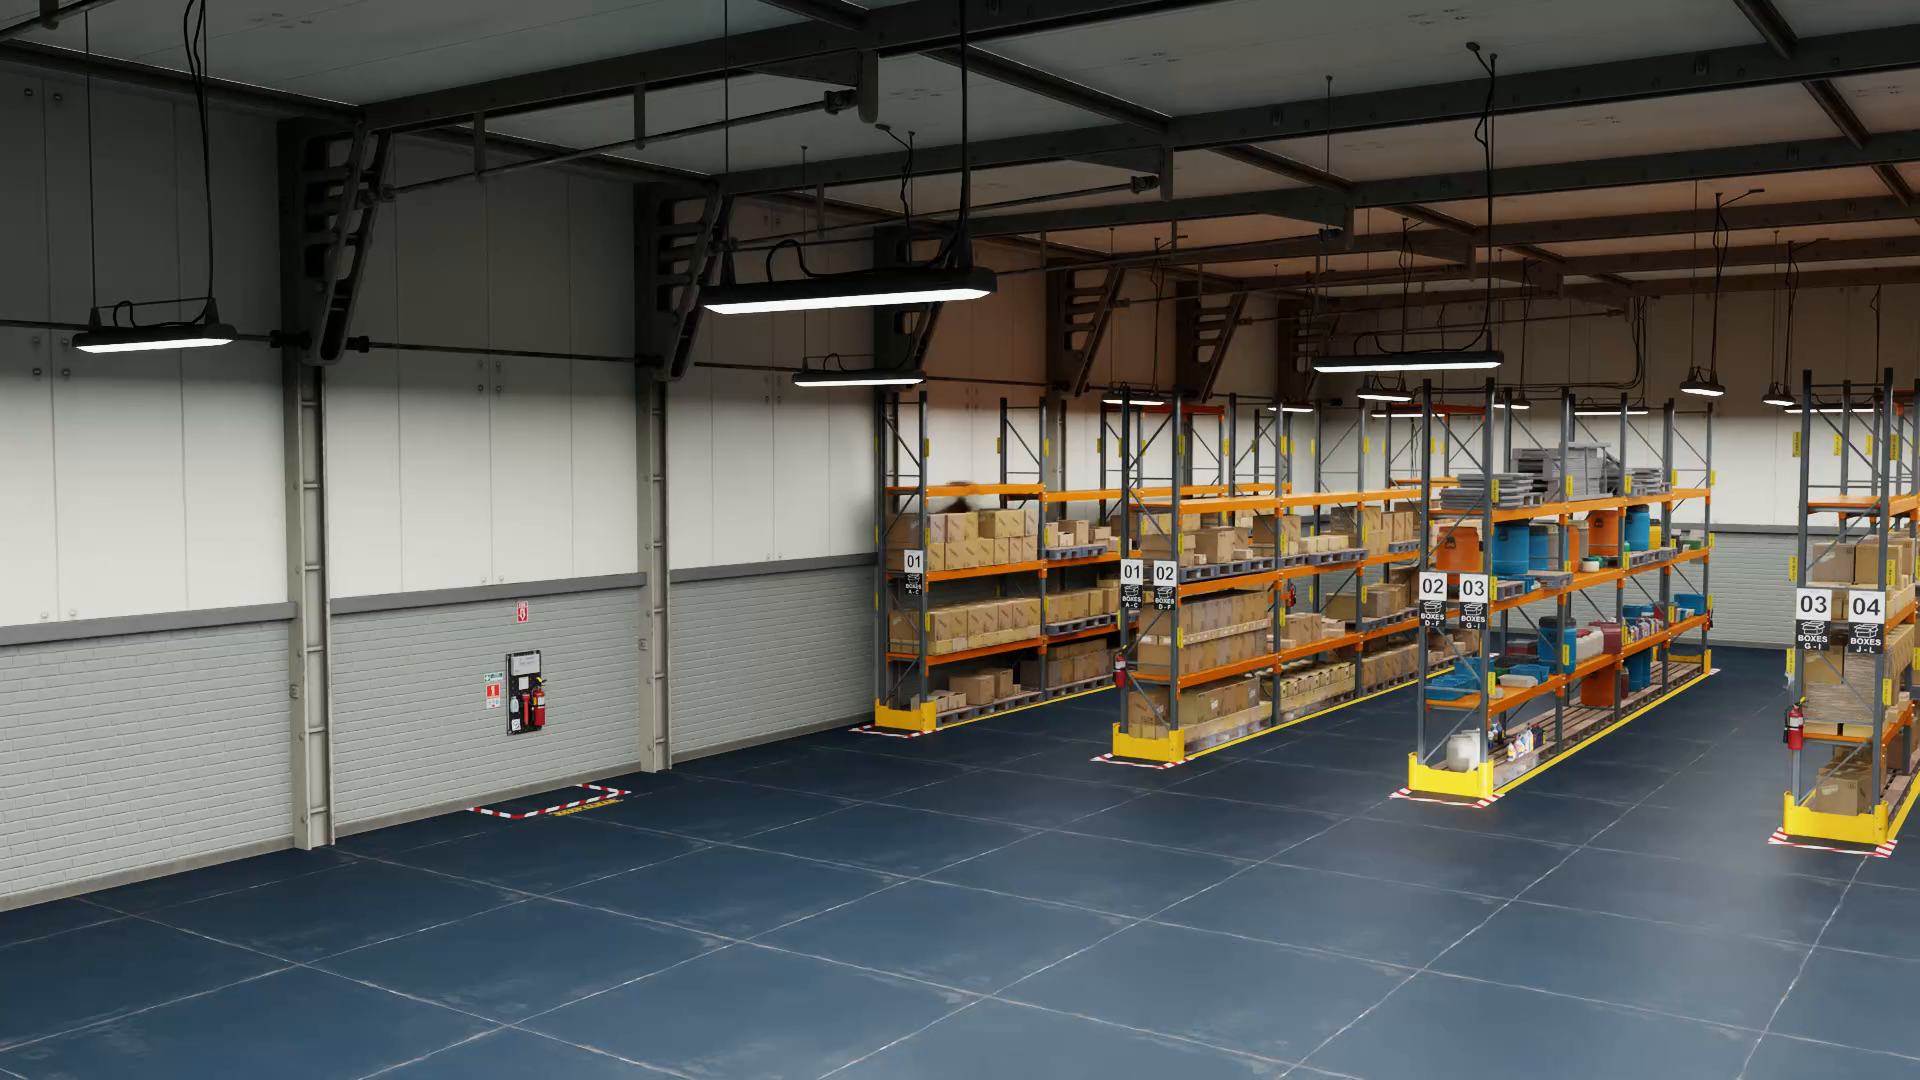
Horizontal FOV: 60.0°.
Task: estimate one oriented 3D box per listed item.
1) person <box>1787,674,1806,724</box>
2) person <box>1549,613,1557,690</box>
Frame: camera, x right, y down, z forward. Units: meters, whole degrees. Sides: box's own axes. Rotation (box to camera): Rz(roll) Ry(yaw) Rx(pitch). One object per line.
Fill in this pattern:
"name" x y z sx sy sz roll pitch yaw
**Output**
"person" 14.925 2.544 29.427 0.492 1.646 0.509 2 4 34
"person" 12.213 2.294 34.189 0.350 1.594 0.465 1 3 15
